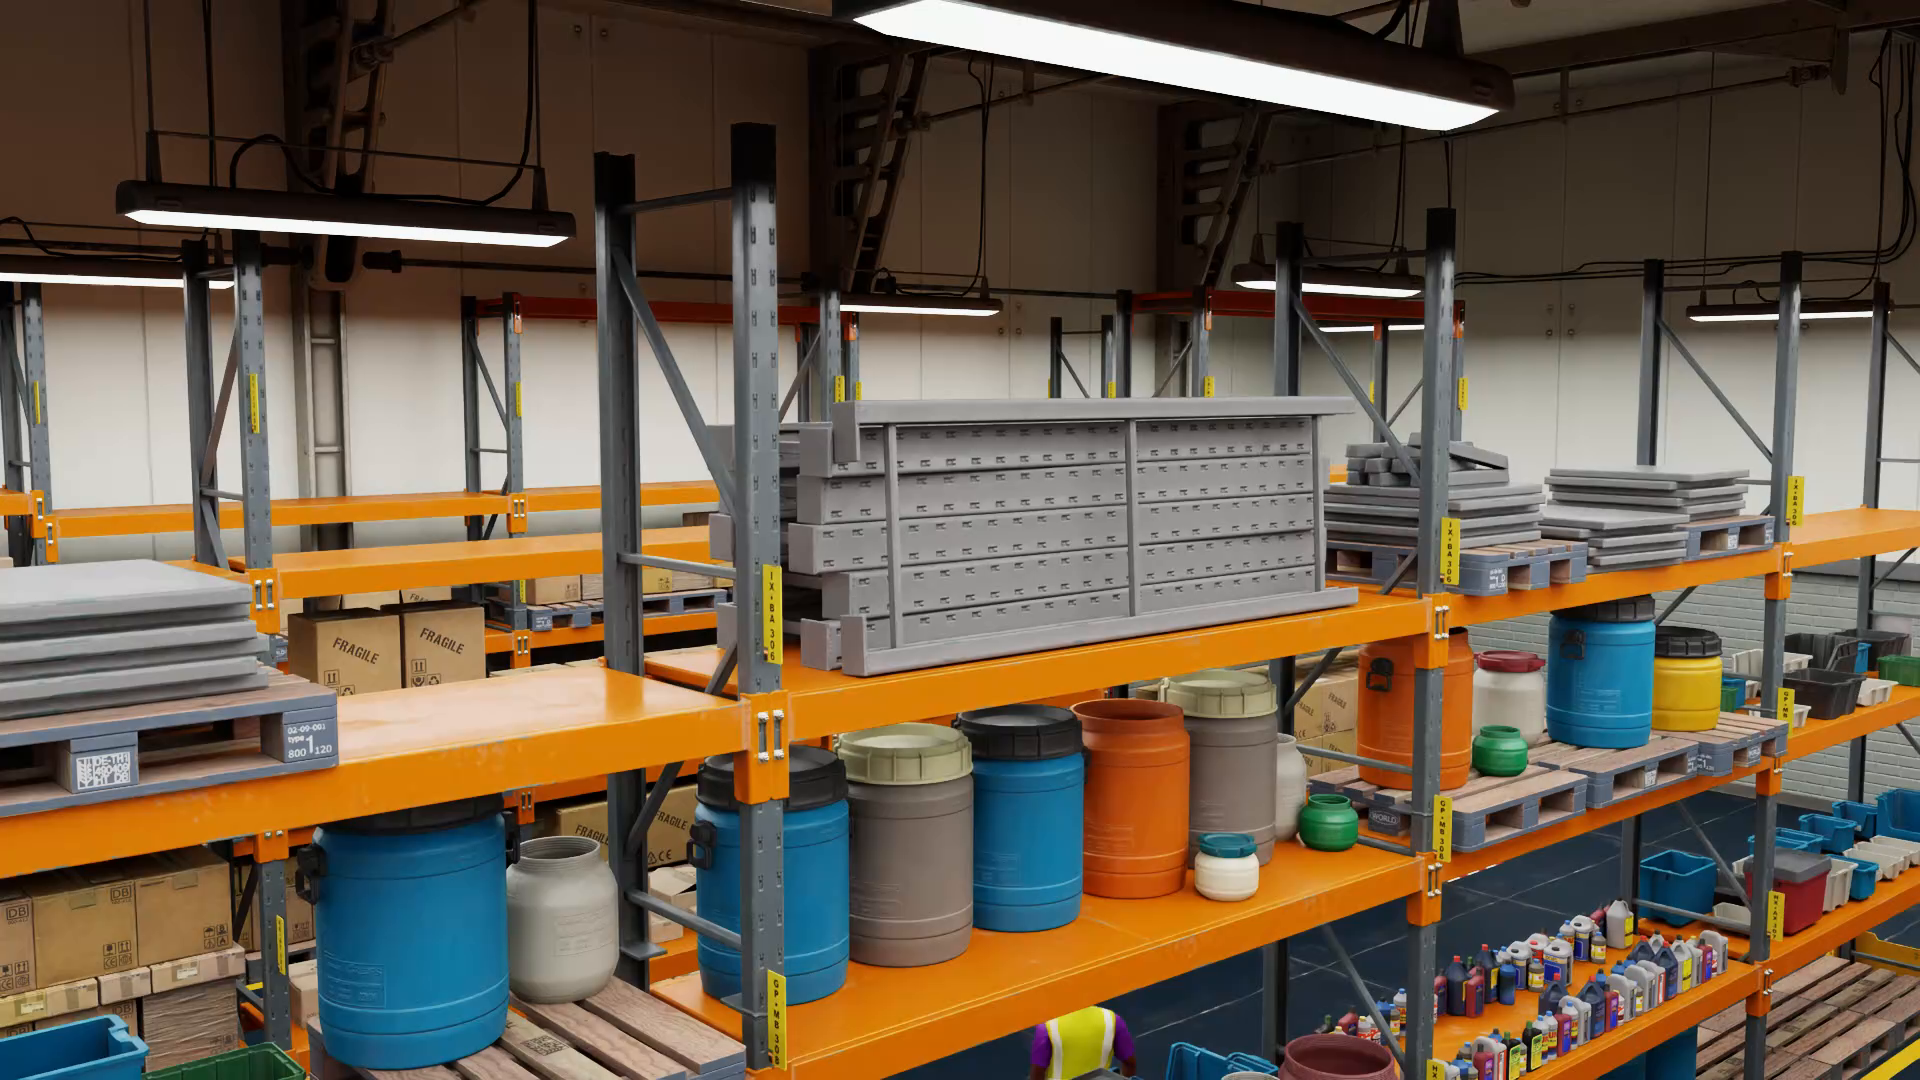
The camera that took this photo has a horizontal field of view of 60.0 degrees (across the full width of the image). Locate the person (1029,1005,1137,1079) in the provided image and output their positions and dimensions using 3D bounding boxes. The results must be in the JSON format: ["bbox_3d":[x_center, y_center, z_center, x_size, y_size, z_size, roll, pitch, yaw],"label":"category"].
[{"bbox_3d":[0.730,3.355,9.924,0.641,1.768,0.460,1,5,5],"label":"person"}]
